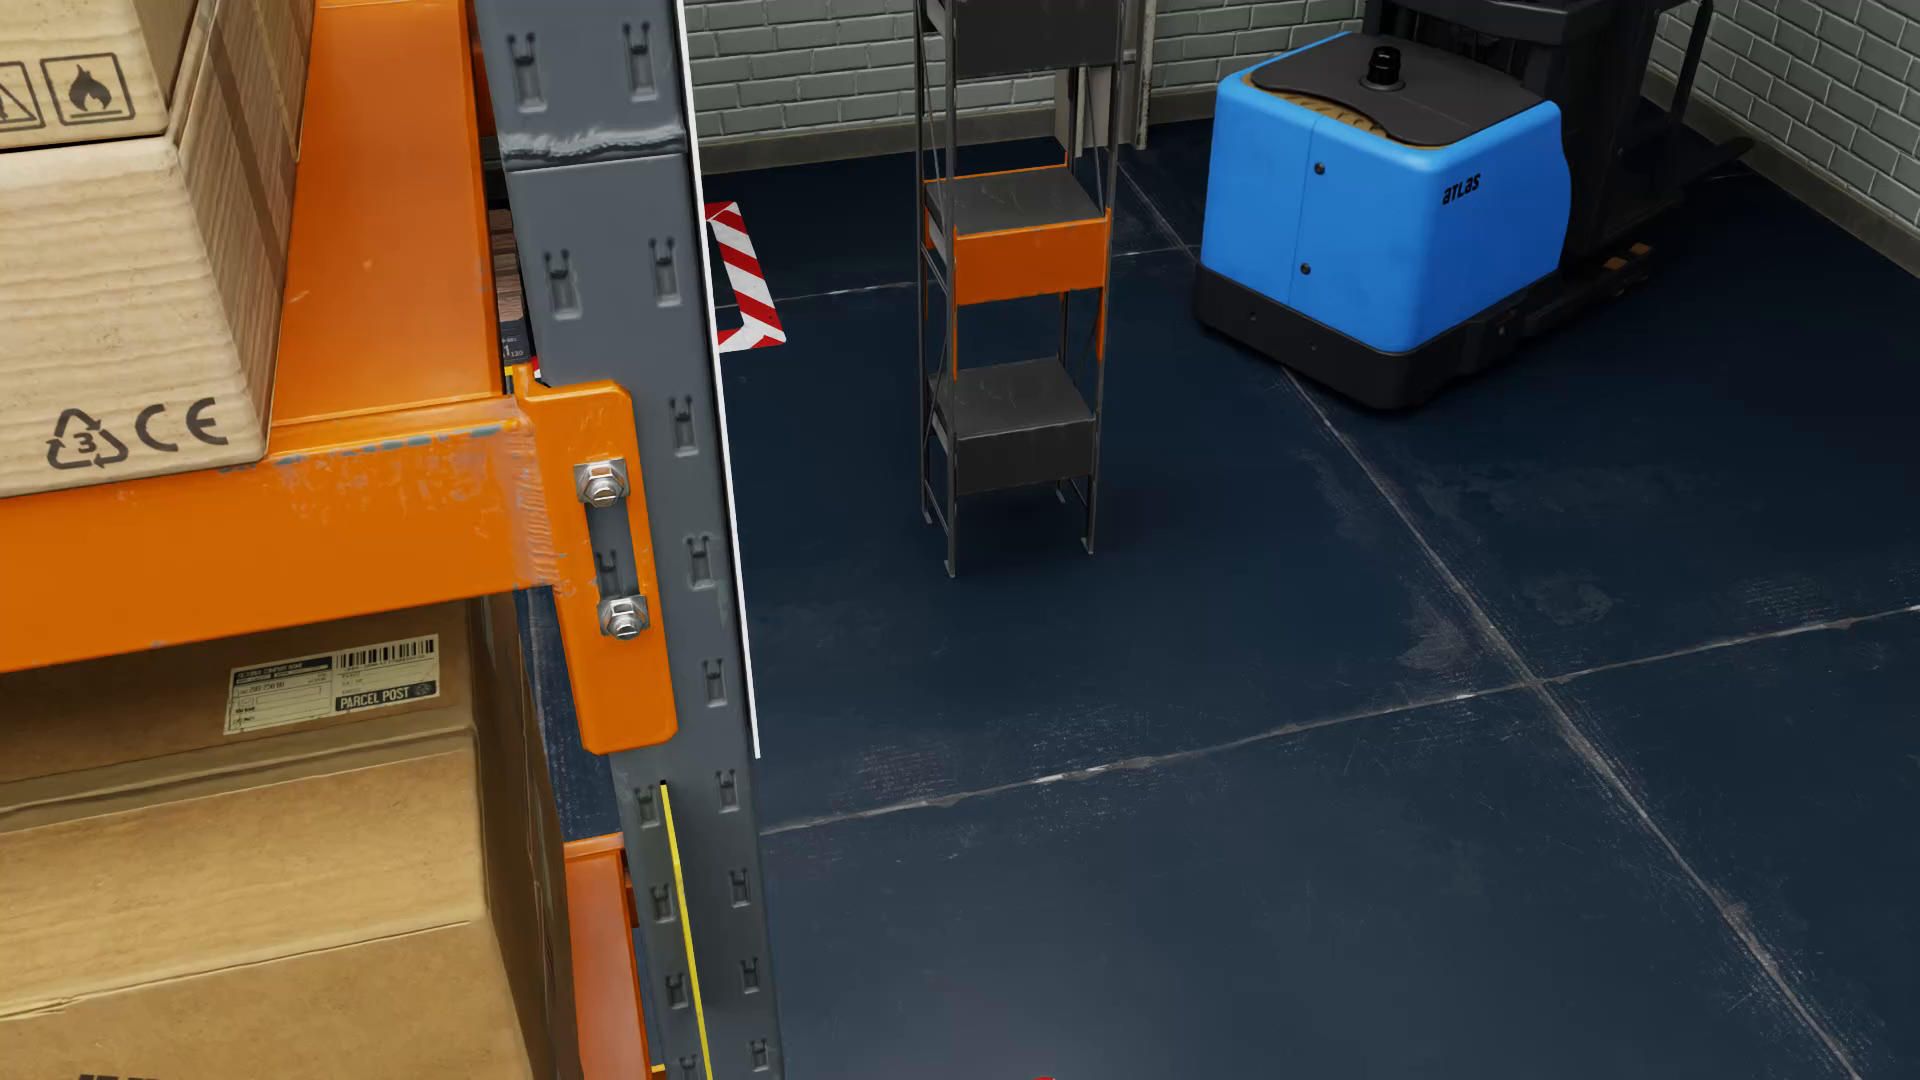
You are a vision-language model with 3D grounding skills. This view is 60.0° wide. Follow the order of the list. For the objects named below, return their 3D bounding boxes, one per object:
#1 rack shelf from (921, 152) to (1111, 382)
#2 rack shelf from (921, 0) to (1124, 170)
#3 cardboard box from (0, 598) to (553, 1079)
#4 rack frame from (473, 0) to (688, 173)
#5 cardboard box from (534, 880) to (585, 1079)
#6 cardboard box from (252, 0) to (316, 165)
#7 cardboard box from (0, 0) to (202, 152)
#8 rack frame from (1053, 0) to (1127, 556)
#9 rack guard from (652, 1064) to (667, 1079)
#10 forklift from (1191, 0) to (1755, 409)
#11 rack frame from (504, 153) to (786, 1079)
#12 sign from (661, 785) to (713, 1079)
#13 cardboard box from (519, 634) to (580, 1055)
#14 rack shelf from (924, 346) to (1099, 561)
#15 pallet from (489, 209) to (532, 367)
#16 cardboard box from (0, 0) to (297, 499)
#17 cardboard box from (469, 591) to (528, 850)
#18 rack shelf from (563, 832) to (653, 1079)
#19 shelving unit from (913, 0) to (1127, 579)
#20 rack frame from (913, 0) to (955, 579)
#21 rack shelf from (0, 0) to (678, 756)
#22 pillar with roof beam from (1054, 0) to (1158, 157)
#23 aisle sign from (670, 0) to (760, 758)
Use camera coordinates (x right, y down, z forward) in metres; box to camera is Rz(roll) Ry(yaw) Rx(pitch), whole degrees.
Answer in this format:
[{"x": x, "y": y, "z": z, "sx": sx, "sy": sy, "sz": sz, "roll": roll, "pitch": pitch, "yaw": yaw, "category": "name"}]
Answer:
[{"x": 0.160, "y": -0.849, "z": 5.155, "sx": 0.480, "sy": 0.518, "sz": 0.431, "roll": -9, "pitch": 38, "yaw": -12, "category": "rack shelf"}, {"x": 0.160, "y": -1.405, "z": 4.729, "sx": 0.480, "sy": 0.518, "sz": 0.431, "roll": -9, "pitch": 38, "yaw": -12, "category": "rack shelf"}, {"x": -0.741, "y": 0.431, "z": 1.813, "sx": 0.500, "sy": 0.500, "sz": 0.500, "roll": -10, "pitch": 38, "yaw": -12, "category": "cardboard box"}, {"x": -0.383, "y": -1.747, "z": 0.627, "sx": 0.127, "sy": 3.000, "sz": 1.000, "roll": -9, "pitch": 38, "yaw": -12, "category": "rack frame"}, {"x": -0.744, "y": 0.827, "z": 2.118, "sx": 0.500, "sy": 0.500, "sz": 0.500, "roll": -8, "pitch": 38, "yaw": -11, "category": "cardboard box"}, {"x": -0.945, "y": -0.564, "z": 1.673, "sx": 0.500, "sy": 0.250, "sz": 0.500, "roll": -9, "pitch": 38, "yaw": -12, "category": "cardboard box"}, {"x": -0.812, "y": -0.464, "z": 1.130, "sx": 0.500, "sy": 0.250, "sz": 0.500, "roll": -9, "pitch": 38, "yaw": -12, "category": "cardboard box"}, {"x": 0.395, "y": -0.899, "z": 5.197, "sx": 0.015, "sy": 2.100, "sz": 0.400, "roll": -9, "pitch": 38, "yaw": -12, "category": "rack frame"}, {"x": -0.456, "y": 1.641, "z": 3.194, "sx": 0.348, "sy": 0.500, "sz": 1.175, "roll": -9, "pitch": 38, "yaw": -12, "category": "rack guard"}, {"x": 2.396, "y": -2.418, "z": 6.499, "sx": 3.031, "sy": 2.935, "sz": 1.130, "roll": -28, "pitch": 45, "yaw": -32, "category": "forklift"}, {"x": -0.383, "y": 0.636, "z": 2.450, "sx": 0.127, "sy": 3.000, "sz": 1.000, "roll": -9, "pitch": 38, "yaw": -12, "category": "rack frame"}, {"x": -0.257, "y": 0.379, "z": 1.573, "sx": 0.005, "sy": 0.325, "sz": 0.100, "roll": -9, "pitch": 38, "yaw": -12, "category": "sign"}, {"x": -0.880, "y": 0.512, "z": 2.530, "sx": 0.500, "sy": 0.500, "sz": 0.500, "roll": -9, "pitch": 38, "yaw": -11, "category": "cardboard box"}, {"x": 0.160, "y": -0.293, "z": 5.580, "sx": 0.480, "sy": 0.518, "sz": 0.431, "roll": -9, "pitch": 38, "yaw": -12, "category": "rack shelf"}, {"x": -2.429, "y": -0.989, "z": 6.869, "sx": 1.213, "sy": 0.211, "sz": 1.003, "roll": -9, "pitch": 38, "yaw": -12, "category": "pallet"}, {"x": -0.810, "y": -0.260, "z": 1.276, "sx": 0.500, "sy": 0.250, "sz": 0.500, "roll": -9, "pitch": 38, "yaw": -12, "category": "cardboard box"}, {"x": -0.880, "y": 0.115, "z": 2.226, "sx": 0.500, "sy": 0.500, "sz": 0.500, "roll": -8, "pitch": 38, "yaw": -11, "category": "cardboard box"}, {"x": -2.313, "y": 1.238, "z": 2.254, "sx": 4.000, "sy": 0.370, "sz": 1.077, "roll": -9, "pitch": 38, "yaw": -12, "category": "rack shelf"}, {"x": 0.160, "y": -0.860, "z": 5.146, "sx": 0.503, "sy": 2.100, "sz": 0.431, "roll": -9, "pitch": 38, "yaw": -12, "category": "shelving unit"}, {"x": -0.076, "y": -0.822, "z": 5.096, "sx": 0.015, "sy": 2.100, "sz": 0.400, "roll": -9, "pitch": 38, "yaw": -12, "category": "rack frame"}, {"x": -2.313, "y": 0.047, "z": 1.343, "sx": 4.000, "sy": 0.370, "sz": 1.077, "roll": -9, "pitch": 38, "yaw": -12, "category": "rack shelf"}, {"x": 1.826, "y": -3.062, "z": 2.346, "sx": 0.400, "sy": 9.000, "sz": 9.100, "roll": -9, "pitch": 38, "yaw": -12, "category": "pillar with roof beam"}, {"x": -0.237, "y": -0.228, "z": 1.439, "sx": 0.004, "sy": 0.787, "sz": 0.394, "roll": -9, "pitch": 38, "yaw": -12, "category": "aisle sign"}]
